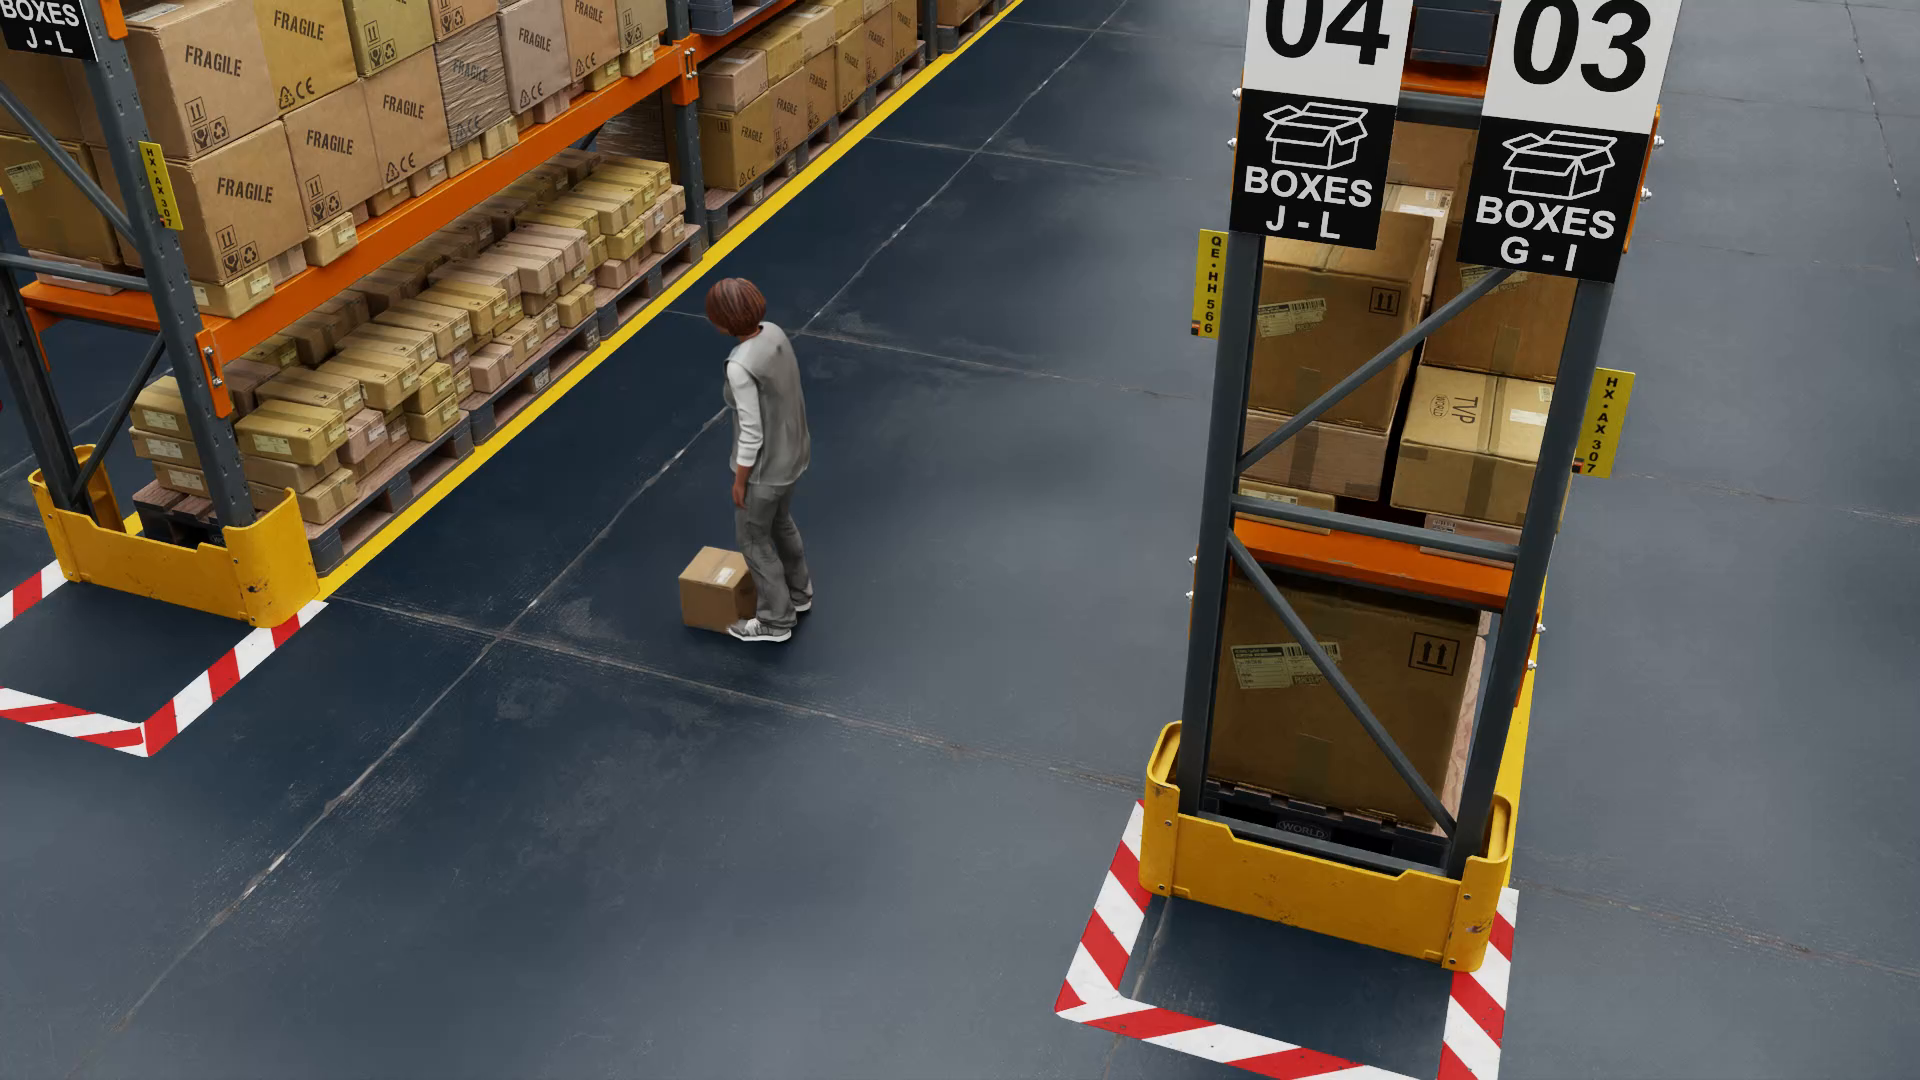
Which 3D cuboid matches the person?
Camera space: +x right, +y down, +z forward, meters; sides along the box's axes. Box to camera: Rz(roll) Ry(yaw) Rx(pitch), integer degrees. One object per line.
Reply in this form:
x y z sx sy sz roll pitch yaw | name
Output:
-0.783 -0.205 6.675 0.326 1.352 0.466 10 35 15 | person
